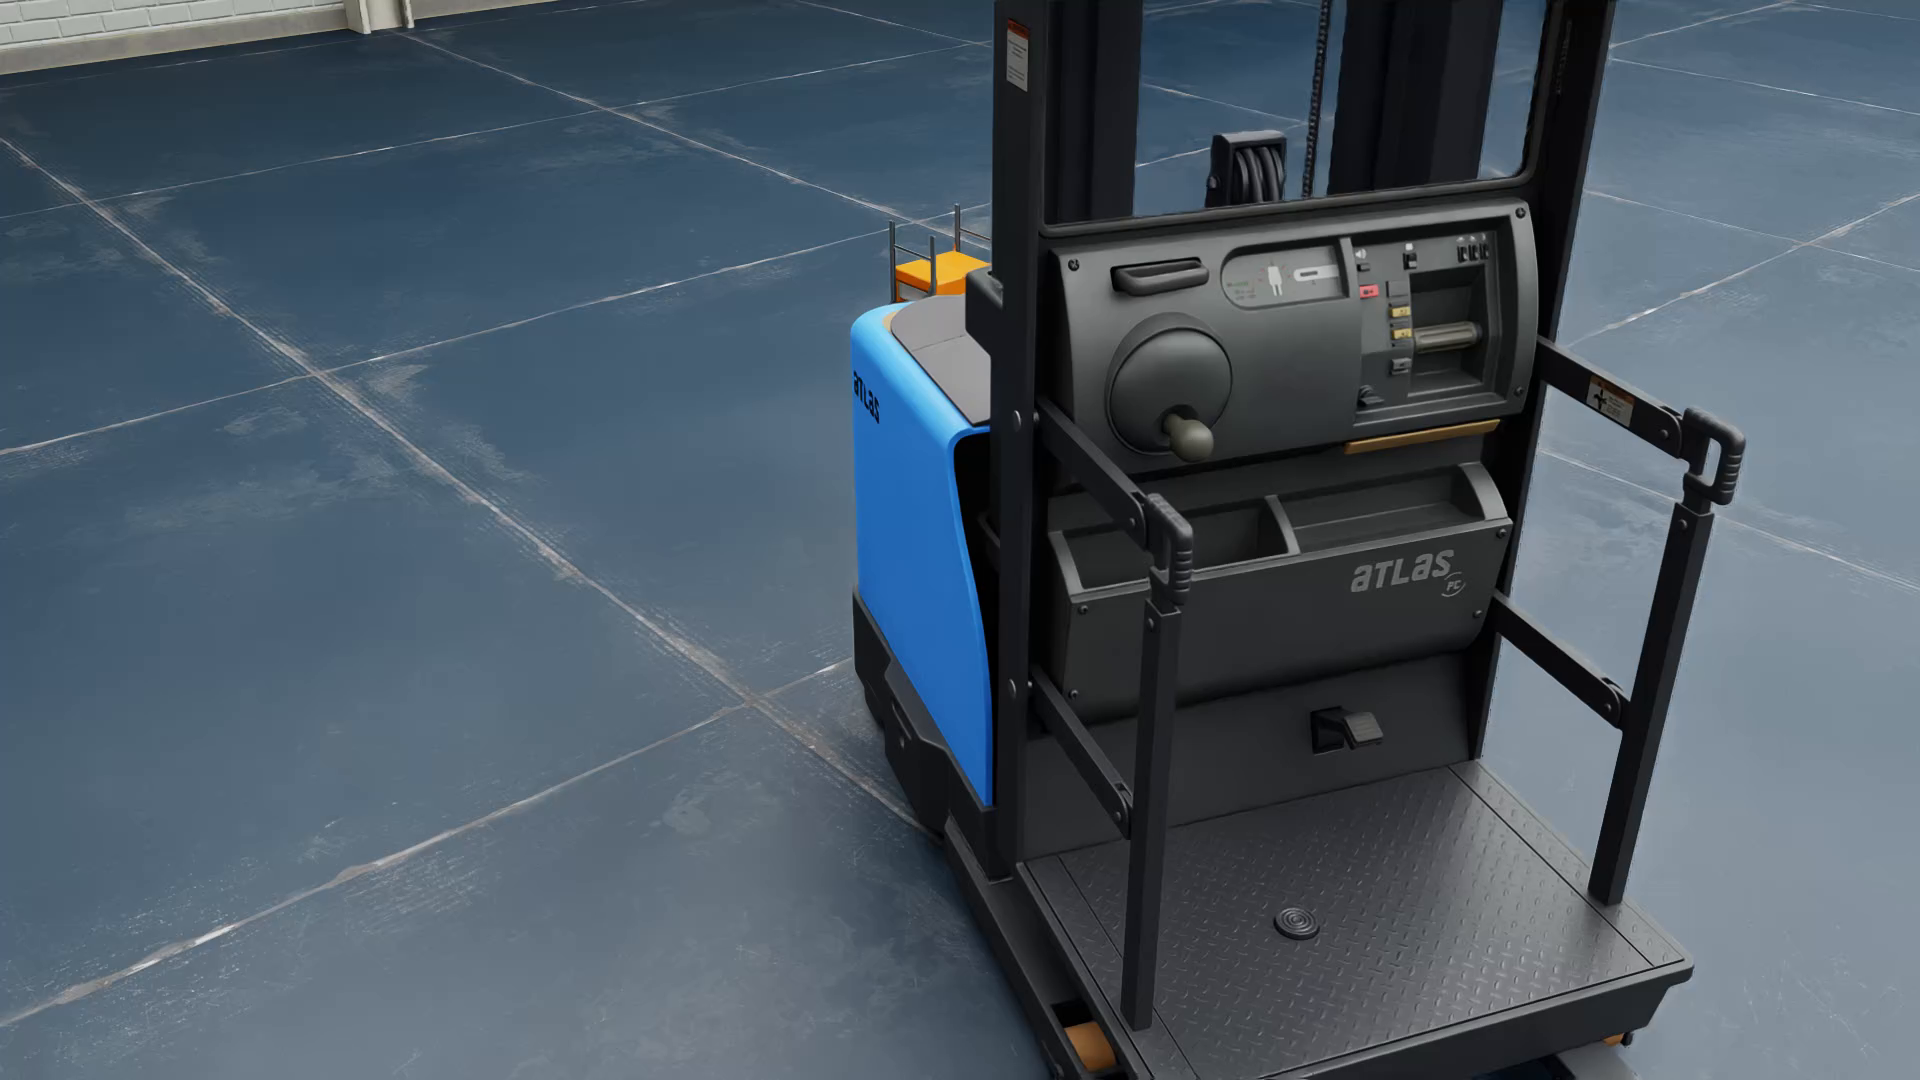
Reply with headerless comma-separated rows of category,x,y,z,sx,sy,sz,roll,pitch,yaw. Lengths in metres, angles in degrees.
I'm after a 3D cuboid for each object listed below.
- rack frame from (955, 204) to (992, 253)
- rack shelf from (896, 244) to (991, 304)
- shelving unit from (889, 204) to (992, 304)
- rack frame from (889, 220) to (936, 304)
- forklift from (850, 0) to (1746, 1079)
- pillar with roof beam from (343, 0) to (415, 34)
rack frame,0.052,-0.484,5.042,0.008,1.050,0.200,-22,35,-35
rack shelf,-0.041,-0.688,4.843,0.240,0.259,0.215,-22,35,-35
shelving unit,-0.041,-0.447,4.972,0.252,1.050,0.215,-22,35,-35
rack frame,-0.134,-0.409,4.902,0.008,1.050,0.200,-22,35,-35
forklift,0.686,-0.329,2.757,1.130,2.935,3.031,-9,30,-17
pillar with roof beam,-1.526,-6.251,7.399,0.400,9.000,9.100,-22,35,-35
